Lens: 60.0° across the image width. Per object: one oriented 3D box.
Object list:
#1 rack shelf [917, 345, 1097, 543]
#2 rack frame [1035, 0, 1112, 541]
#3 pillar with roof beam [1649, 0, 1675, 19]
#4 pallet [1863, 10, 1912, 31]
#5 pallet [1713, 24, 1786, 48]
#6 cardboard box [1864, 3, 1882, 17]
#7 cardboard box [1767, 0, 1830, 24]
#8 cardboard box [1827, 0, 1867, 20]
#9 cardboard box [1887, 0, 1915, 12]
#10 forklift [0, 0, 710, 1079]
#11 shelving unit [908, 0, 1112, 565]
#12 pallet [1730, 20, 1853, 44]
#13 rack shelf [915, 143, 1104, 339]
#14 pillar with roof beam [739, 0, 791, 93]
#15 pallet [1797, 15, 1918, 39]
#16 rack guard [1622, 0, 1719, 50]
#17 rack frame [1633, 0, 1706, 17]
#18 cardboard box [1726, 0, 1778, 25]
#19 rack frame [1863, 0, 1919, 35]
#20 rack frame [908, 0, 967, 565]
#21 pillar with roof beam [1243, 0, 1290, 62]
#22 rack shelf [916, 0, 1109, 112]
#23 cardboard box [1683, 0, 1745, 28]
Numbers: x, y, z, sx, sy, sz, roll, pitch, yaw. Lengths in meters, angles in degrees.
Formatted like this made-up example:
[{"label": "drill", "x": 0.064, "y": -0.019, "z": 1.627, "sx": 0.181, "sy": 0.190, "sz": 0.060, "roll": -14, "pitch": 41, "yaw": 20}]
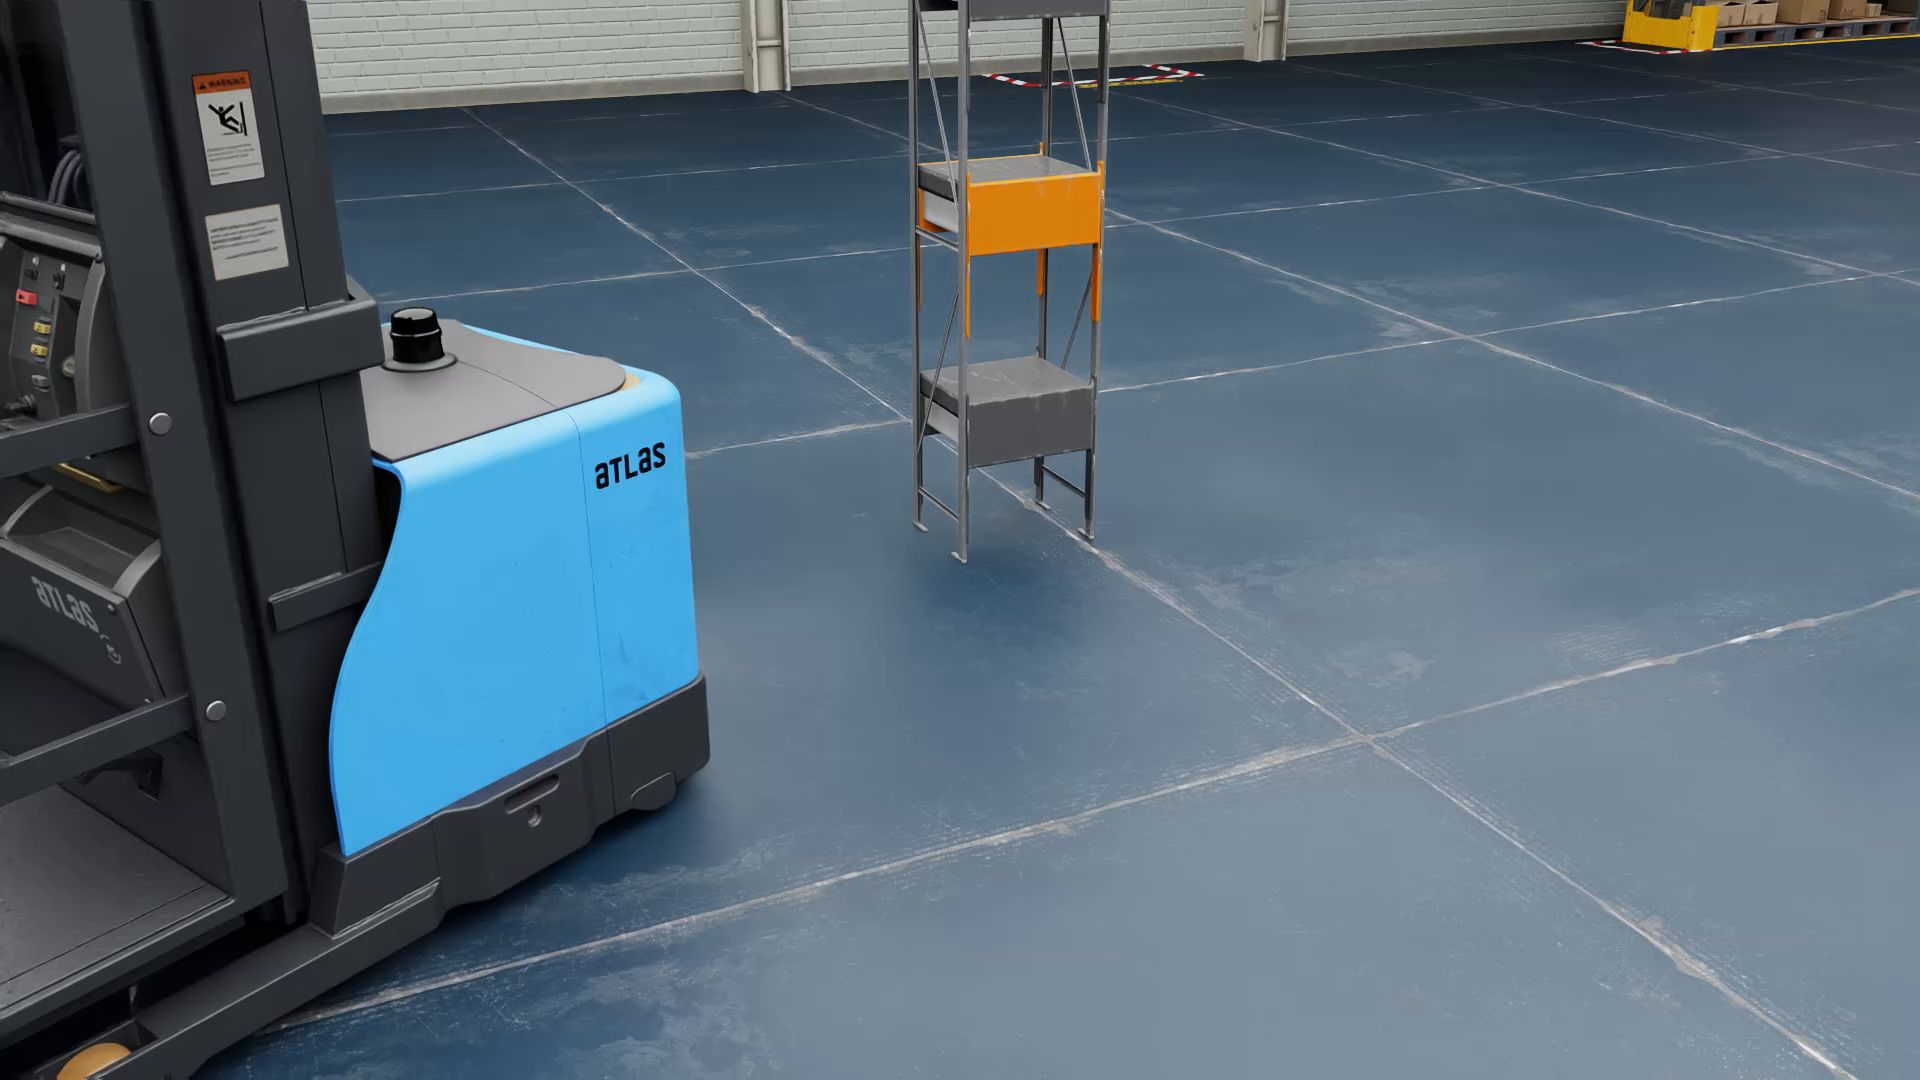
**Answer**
[{"label": "rack shelf", "x": 0.149, "y": -0.338, "z": 5.688, "sx": 0.480, "sy": 0.518, "sz": 0.431, "roll": -10, "pitch": 25, "yaw": -24}, {"label": "rack frame", "x": 0.369, "y": -1.038, "z": 5.513, "sx": 0.015, "sy": 2.100, "sz": 0.400, "roll": -10, "pitch": 25, "yaw": -24}, {"label": "pillar with roof beam", "x": 10.752, "y": -9.173, "z": 16.144, "sx": 0.400, "sy": 9.000, "sz": 9.100, "roll": -10, "pitch": 25, "yaw": -24}, {"label": "pallet", "x": 12.935, "y": -6.975, "z": 22.325, "sx": 1.213, "sy": 0.211, "sz": 1.003, "roll": -10, "pitch": 25, "yaw": -24}, {"label": "pallet", "x": 9.445, "y": -6.317, "z": 20.735, "sx": 1.213, "sy": 0.211, "sz": 1.003, "roll": -10, "pitch": 25, "yaw": -24}, {"label": "cardboard box", "x": 11.765, "y": -6.929, "z": 21.697, "sx": 0.250, "sy": 0.166, "sz": 0.380, "roll": -14, "pitch": 26, "yaw": -30}, {"label": "cardboard box", "x": 10.488, "y": -6.802, "z": 20.952, "sx": 0.500, "sy": 0.500, "sz": 0.700, "roll": -12, "pitch": 25, "yaw": -27}, {"label": "cardboard box", "x": 11.316, "y": -6.996, "z": 21.423, "sx": 0.500, "sy": 0.500, "sz": 0.500, "roll": -12, "pitch": 26, "yaw": -28}, {"label": "cardboard box", "x": 12.890, "y": -7.310, "z": 22.181, "sx": 0.500, "sy": 0.500, "sz": 0.700, "roll": -10, "pitch": 24, "yaw": -22}, {"label": "forklift", "x": -1.928, "y": -0.403, "z": 2.891, "sx": 1.130, "sy": 2.935, "sz": 3.031, "roll": 16, "pitch": 28, "yaw": 34}, {"label": "shelving unit", "x": 0.149, "y": -0.998, "z": 5.415, "sx": 0.503, "sy": 2.100, "sz": 0.431, "roll": -10, "pitch": 25, "yaw": -24}, {"label": "pallet", "x": 10.543, "y": -6.518, "z": 21.220, "sx": 1.213, "sy": 0.211, "sz": 1.003, "roll": -10, "pitch": 25, "yaw": -24}, {"label": "rack shelf", "x": 0.149, "y": -0.985, "z": 5.420, "sx": 0.480, "sy": 0.518, "sz": 0.431, "roll": -10, "pitch": 25, "yaw": -24}, {"label": "pillar with roof beam", "x": -0.061, "y": -7.182, "z": 11.336, "sx": 0.400, "sy": 9.000, "sz": 9.100, "roll": -10, "pitch": 25, "yaw": -24}, {"label": "pallet", "x": 11.644, "y": -6.722, "z": 21.713, "sx": 1.213, "sy": 0.211, "sz": 1.003, "roll": -10, "pitch": 25, "yaw": -24}, {"label": "rack guard", "x": 8.698, "y": -6.328, "z": 20.384, "sx": 0.348, "sy": 0.500, "sz": 1.175, "roll": -10, "pitch": 25, "yaw": -24}, {"label": "rack frame", "x": 8.629, "y": -7.470, "z": 19.875, "sx": 0.127, "sy": 3.000, "sz": 1.000, "roll": -10, "pitch": 25, "yaw": -24}, {"label": "cardboard box", "x": 9.806, "y": -6.610, "z": 20.736, "sx": 0.500, "sy": 0.311, "sz": 0.500, "roll": -8, "pitch": 24, "yaw": -19}, {"label": "rack frame", "x": 12.234, "y": -8.134, "z": 21.478, "sx": 0.127, "sy": 3.000, "sz": 1.000, "roll": -10, "pitch": 25, "yaw": -24}, {"label": "rack frame", "x": -0.071, "y": -0.957, "z": 5.317, "sx": 0.015, "sy": 2.100, "sz": 0.400, "roll": -10, "pitch": 25, "yaw": -24}, {"label": "pillar with roof beam", "x": 5.346, "y": -8.178, "z": 13.740, "sx": 0.400, "sy": 9.000, "sz": 9.100, "roll": -10, "pitch": 25, "yaw": -24}, {"label": "rack shelf", "x": 0.149, "y": -1.632, "z": 5.152, "sx": 0.480, "sy": 0.518, "sz": 0.431, "roll": -10, "pitch": 25, "yaw": -24}, {"label": "cardboard box", "x": 9.292, "y": -6.515, "z": 20.508, "sx": 0.500, "sy": 0.311, "sz": 0.500, "roll": -14, "pitch": 26, "yaw": -30}]
